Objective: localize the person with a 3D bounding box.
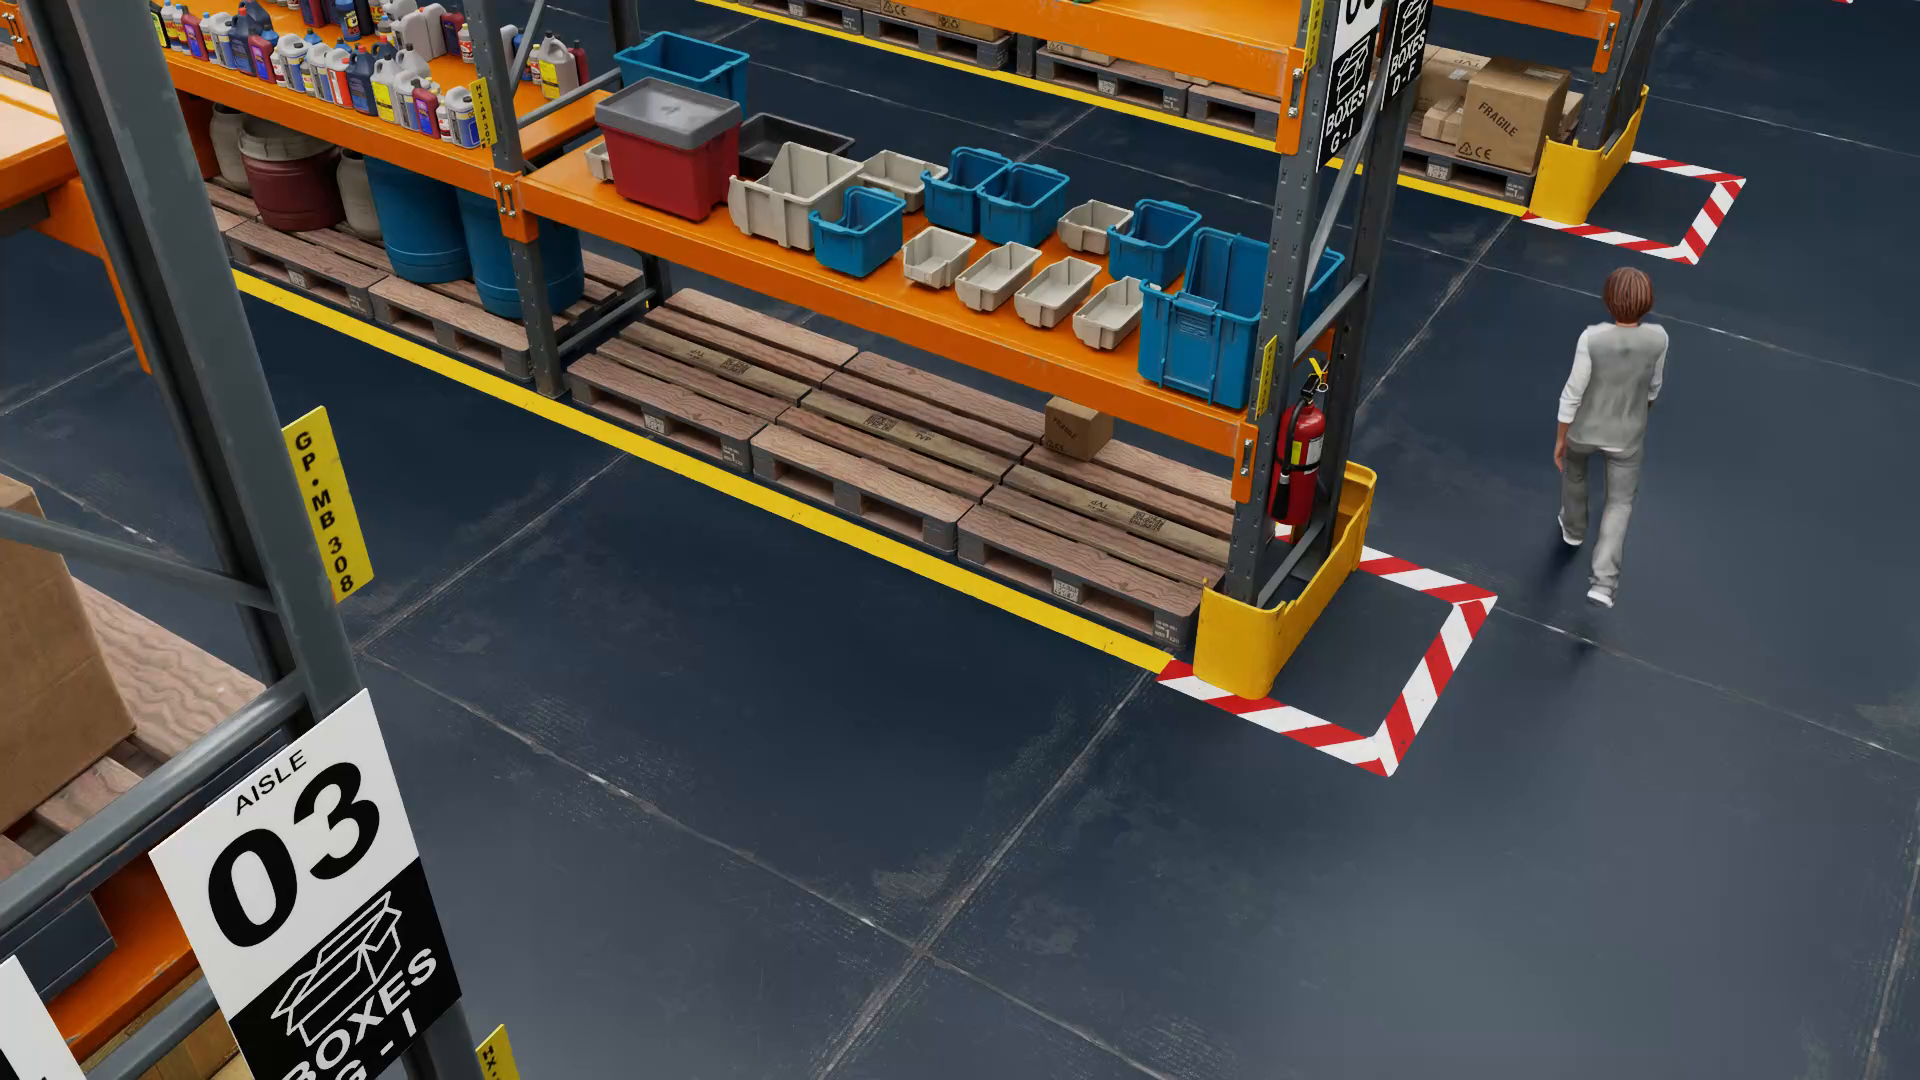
[{"bbox_3d":[2.796,-0.464,7.252,0.421,1.531,0.908,11,40,13],"label":"person"}]
